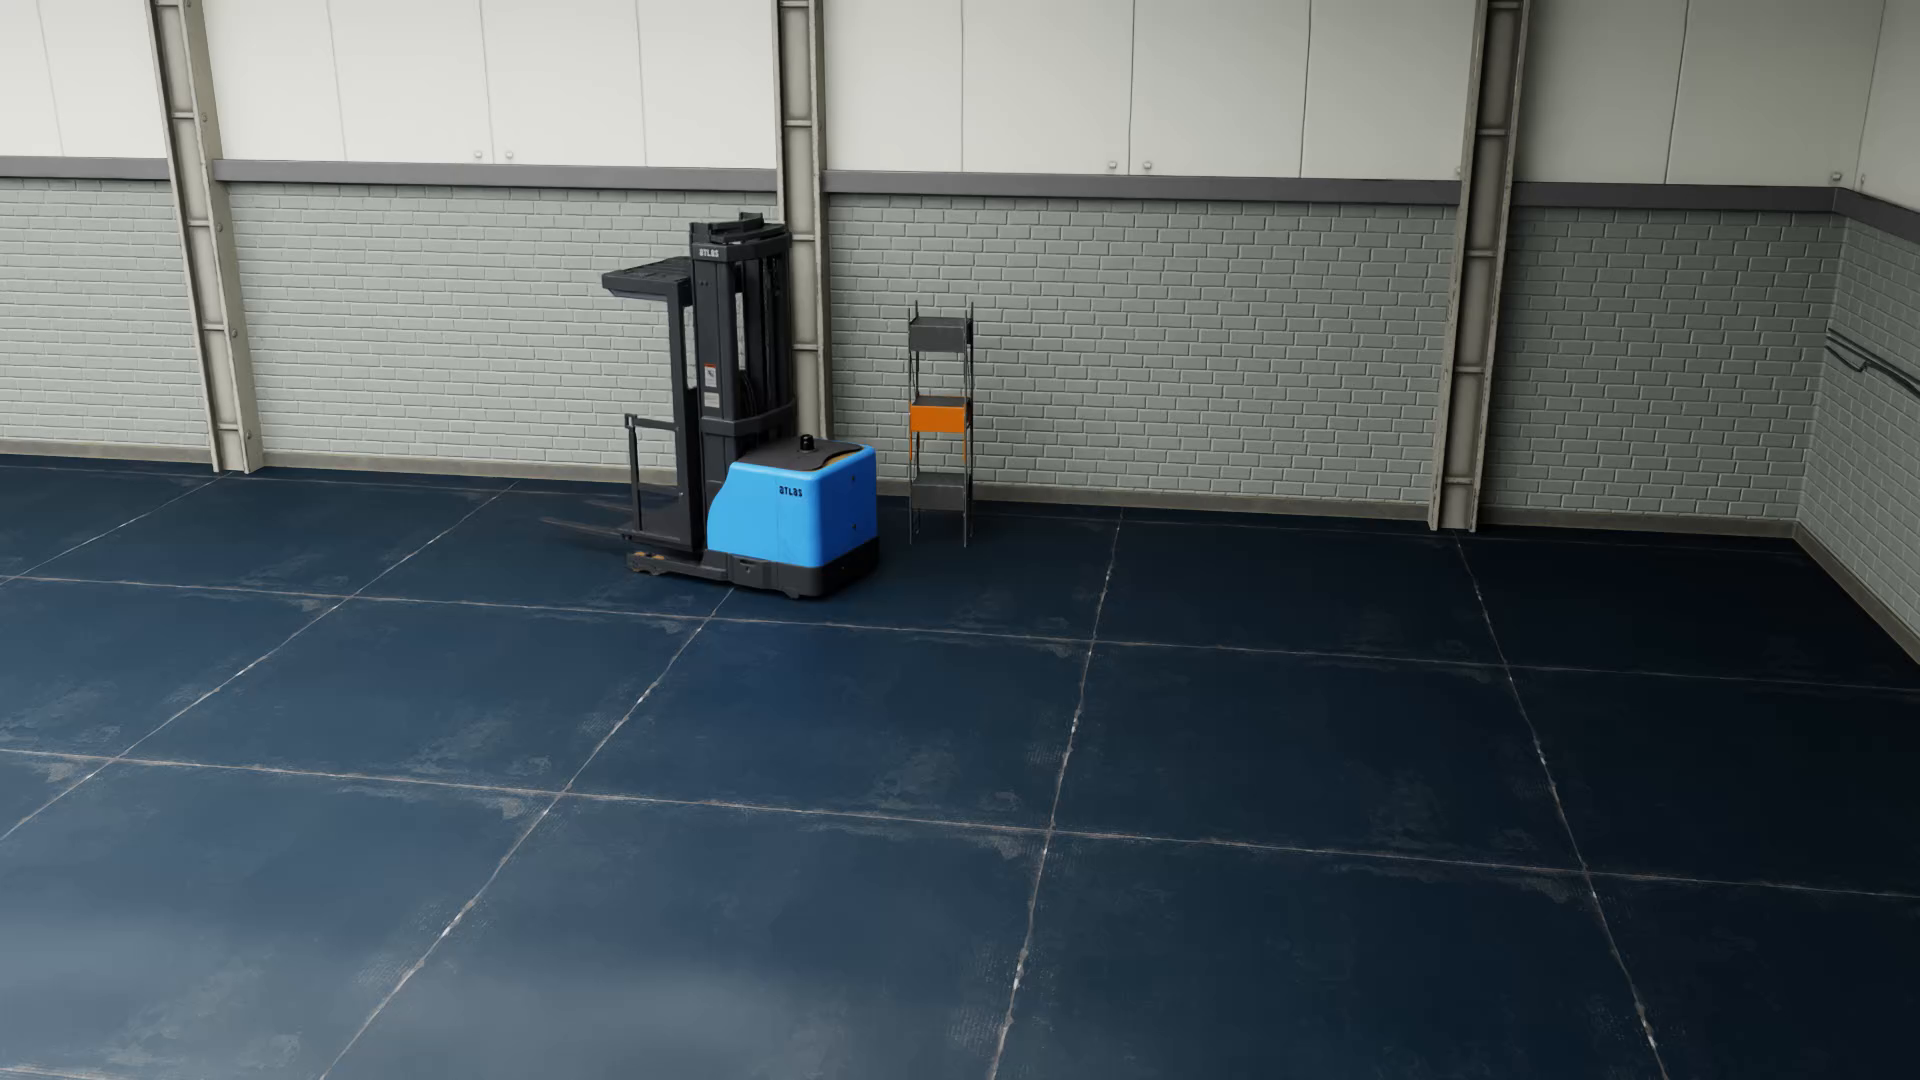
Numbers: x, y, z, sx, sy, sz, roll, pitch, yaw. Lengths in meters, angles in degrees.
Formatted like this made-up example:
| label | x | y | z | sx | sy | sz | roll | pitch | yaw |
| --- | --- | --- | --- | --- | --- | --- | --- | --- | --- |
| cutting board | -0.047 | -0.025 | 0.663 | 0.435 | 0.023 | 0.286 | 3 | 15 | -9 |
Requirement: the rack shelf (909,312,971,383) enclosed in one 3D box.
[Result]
| label | x | y | z | sx | sy | sz | roll | pitch | yaw |
| --- | --- | --- | --- | --- | --- | --- | --- | --- | --- |
| rack shelf | -0.163 | -1.655 | 14.277 | 0.480 | 0.518 | 0.431 | 3 | 19 | 9 |

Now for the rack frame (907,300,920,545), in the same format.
| label | x | y | z | sx | sy | sz | roll | pitch | yaw |
| --- | --- | --- | --- | --- | --- | --- | --- | --- | --- |
| rack frame | -0.404 | -1.016 | 14.532 | 0.015 | 2.100 | 0.400 | 3 | 19 | 9 |

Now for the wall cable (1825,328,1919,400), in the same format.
| label | x | y | z | sx | sy | sz | roll | pitch | yaw |
| --- | --- | --- | --- | --- | --- | --- | --- | --- | --- |
| wall cable | 7.188 | -2.361 | 12.570 | 0.112 | 2.526 | 3.097 | 3 | 19 | 9 |

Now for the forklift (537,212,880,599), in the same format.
| label | x | y | z | sx | sy | sz | roll | pitch | yaw |
| --- | --- | --- | --- | --- | --- | --- | --- | --- | --- |
| forklift | -2.227 | -1.231 | 13.863 | 3.031 | 2.935 | 1.130 | 9 | 21 | 26 |

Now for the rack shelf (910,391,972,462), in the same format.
| label | x | y | z | sx | sy | sz | roll | pitch | yaw |
| --- | --- | --- | --- | --- | --- | --- | --- | --- | --- |
| rack shelf | -0.163 | -0.991 | 14.499 | 0.480 | 0.518 | 0.431 | 3 | 19 | 9 |

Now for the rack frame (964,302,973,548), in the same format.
| label | x | y | z | sx | sy | sz | roll | pitch | yaw |
| --- | --- | --- | --- | --- | --- | --- | --- | --- | --- |
| rack frame | 0.077 | -0.992 | 14.458 | 0.015 | 2.100 | 0.400 | 3 | 19 | 9 |

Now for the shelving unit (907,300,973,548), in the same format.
| label | x | y | z | sx | sy | sz | roll | pitch | yaw |
| --- | --- | --- | --- | --- | --- | --- | --- | --- | --- |
| shelving unit | -0.163 | -1.004 | 14.495 | 0.503 | 2.100 | 0.431 | 3 | 19 | 9 |

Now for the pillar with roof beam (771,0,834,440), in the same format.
| label | x | y | z | sx | sy | sz | roll | pitch | yaw |
| --- | --- | --- | --- | --- | --- | --- | --- | --- | --- |
| pillar with roof beam | -2.118 | -3.349 | 10.630 | 0.400 | 9.000 | 9.100 | 3 | 19 | 9 |

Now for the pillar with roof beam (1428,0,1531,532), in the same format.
| label | x | y | z | sx | sy | sz | roll | pitch | yaw |
| --- | --- | --- | --- | --- | --- | --- | --- | --- | --- |
| pillar with roof beam | 3.806 | -3.047 | 9.728 | 0.400 | 9.000 | 9.100 | 3 | 19 | 9 |

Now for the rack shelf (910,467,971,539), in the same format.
| label | x | y | z | sx | sy | sz | roll | pitch | yaw |
| --- | --- | --- | --- | --- | --- | --- | --- | --- | --- |
| rack shelf | -0.163 | -0.327 | 14.721 | 0.480 | 0.518 | 0.431 | 3 | 19 | 9 |

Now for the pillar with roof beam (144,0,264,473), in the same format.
| label | x | y | z | sx | sy | sz | roll | pitch | yaw |
| --- | --- | --- | --- | --- | --- | --- | --- | --- | --- |
| pillar with roof beam | -8.042 | -3.651 | 11.533 | 0.400 | 9.000 | 9.100 | 3 | 19 | 9 |
